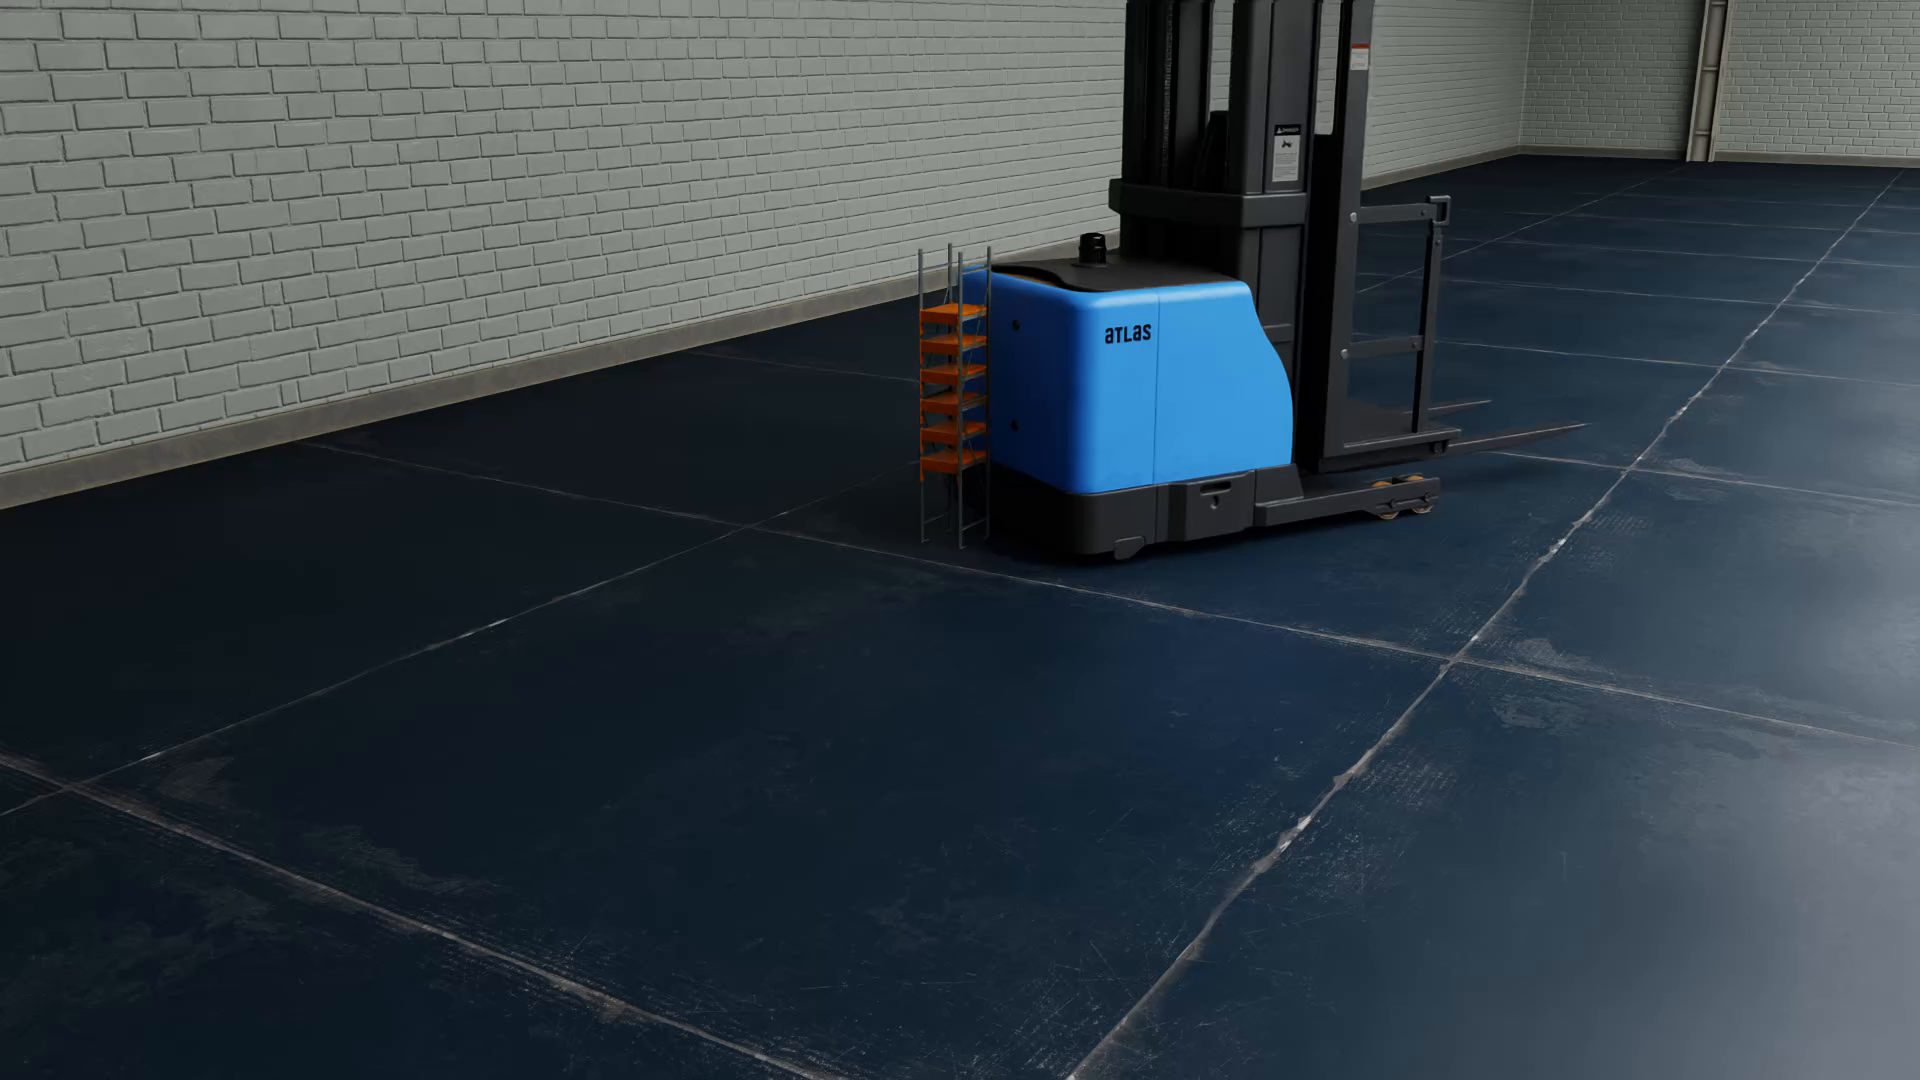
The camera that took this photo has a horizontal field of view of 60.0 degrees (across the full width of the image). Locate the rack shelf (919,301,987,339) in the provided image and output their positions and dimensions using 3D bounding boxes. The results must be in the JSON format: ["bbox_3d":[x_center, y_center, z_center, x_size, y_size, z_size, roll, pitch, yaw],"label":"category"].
[{"bbox_3d":[-0.019,-0.878,6.619,0.180,0.103,0.258,10,19,30],"label":"rack shelf"}]

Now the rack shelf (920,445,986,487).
[{"bbox_3d":[-0.020,-0.303,6.792,0.180,0.103,0.258,10,19,30],"label":"rack shelf"}]

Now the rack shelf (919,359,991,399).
[{"bbox_3d":[-0.020,-0.648,6.688,0.180,0.103,0.258,10,19,30],"label":"rack shelf"}]

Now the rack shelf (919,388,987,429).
[{"bbox_3d":[-0.020,-0.533,6.723,0.180,0.103,0.258,10,19,30],"label":"rack shelf"}]

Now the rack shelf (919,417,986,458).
[{"bbox_3d":[-0.020,-0.418,6.758,0.180,0.103,0.258,10,19,30],"label":"rack shelf"}]

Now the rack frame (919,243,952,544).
[{"bbox_3d":[-0.098,-0.589,6.756,0.006,1.200,0.240,10,19,30],"label":"rack frame"}]

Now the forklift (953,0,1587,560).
[{"bbox_3d":[1.510,-1.612,7.146,3.031,2.935,1.130,-9,19,-28],"label":"forklift"}]

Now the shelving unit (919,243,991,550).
[{"bbox_3d":[-0.020,-0.576,6.710,0.189,1.200,0.258,10,19,30],"label":"shelving unit"}]

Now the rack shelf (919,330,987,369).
[{"bbox_3d":[-0.019,-0.763,6.654,0.180,0.103,0.258,10,19,30],"label":"rack shelf"}]

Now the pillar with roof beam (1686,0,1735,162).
[{"bbox_3d":[10.025,-9.531,22.777,0.400,9.000,9.100,10,20,30],"label":"pillar with roof beam"}]

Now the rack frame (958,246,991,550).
[{"bbox_3d":[0.058,-0.562,6.664,0.006,1.200,0.240,10,19,30],"label":"rack frame"}]
